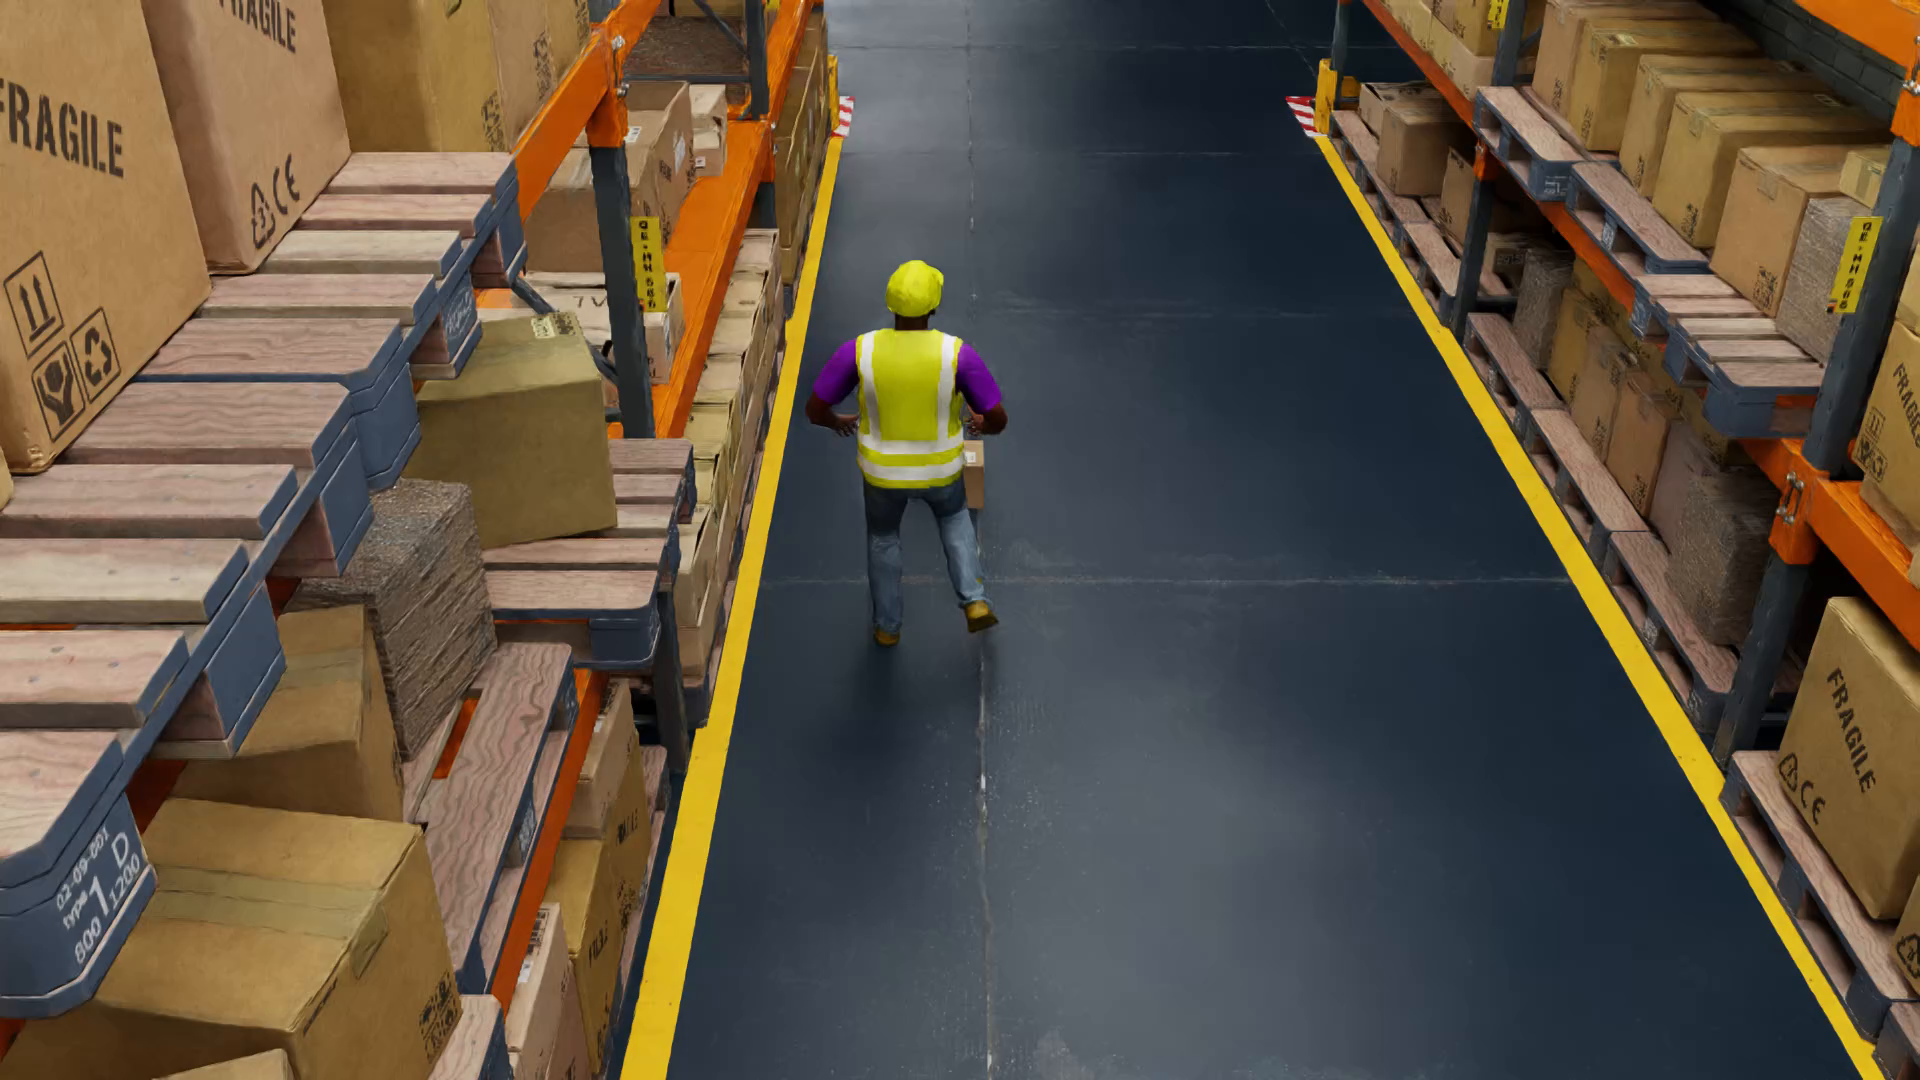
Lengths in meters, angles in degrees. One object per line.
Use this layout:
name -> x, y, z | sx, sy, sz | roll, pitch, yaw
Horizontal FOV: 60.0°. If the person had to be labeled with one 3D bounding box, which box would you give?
person -> -0.216, -0.332, 6.692 | 0.779, 1.729, 0.488 | -2, 31, -3
